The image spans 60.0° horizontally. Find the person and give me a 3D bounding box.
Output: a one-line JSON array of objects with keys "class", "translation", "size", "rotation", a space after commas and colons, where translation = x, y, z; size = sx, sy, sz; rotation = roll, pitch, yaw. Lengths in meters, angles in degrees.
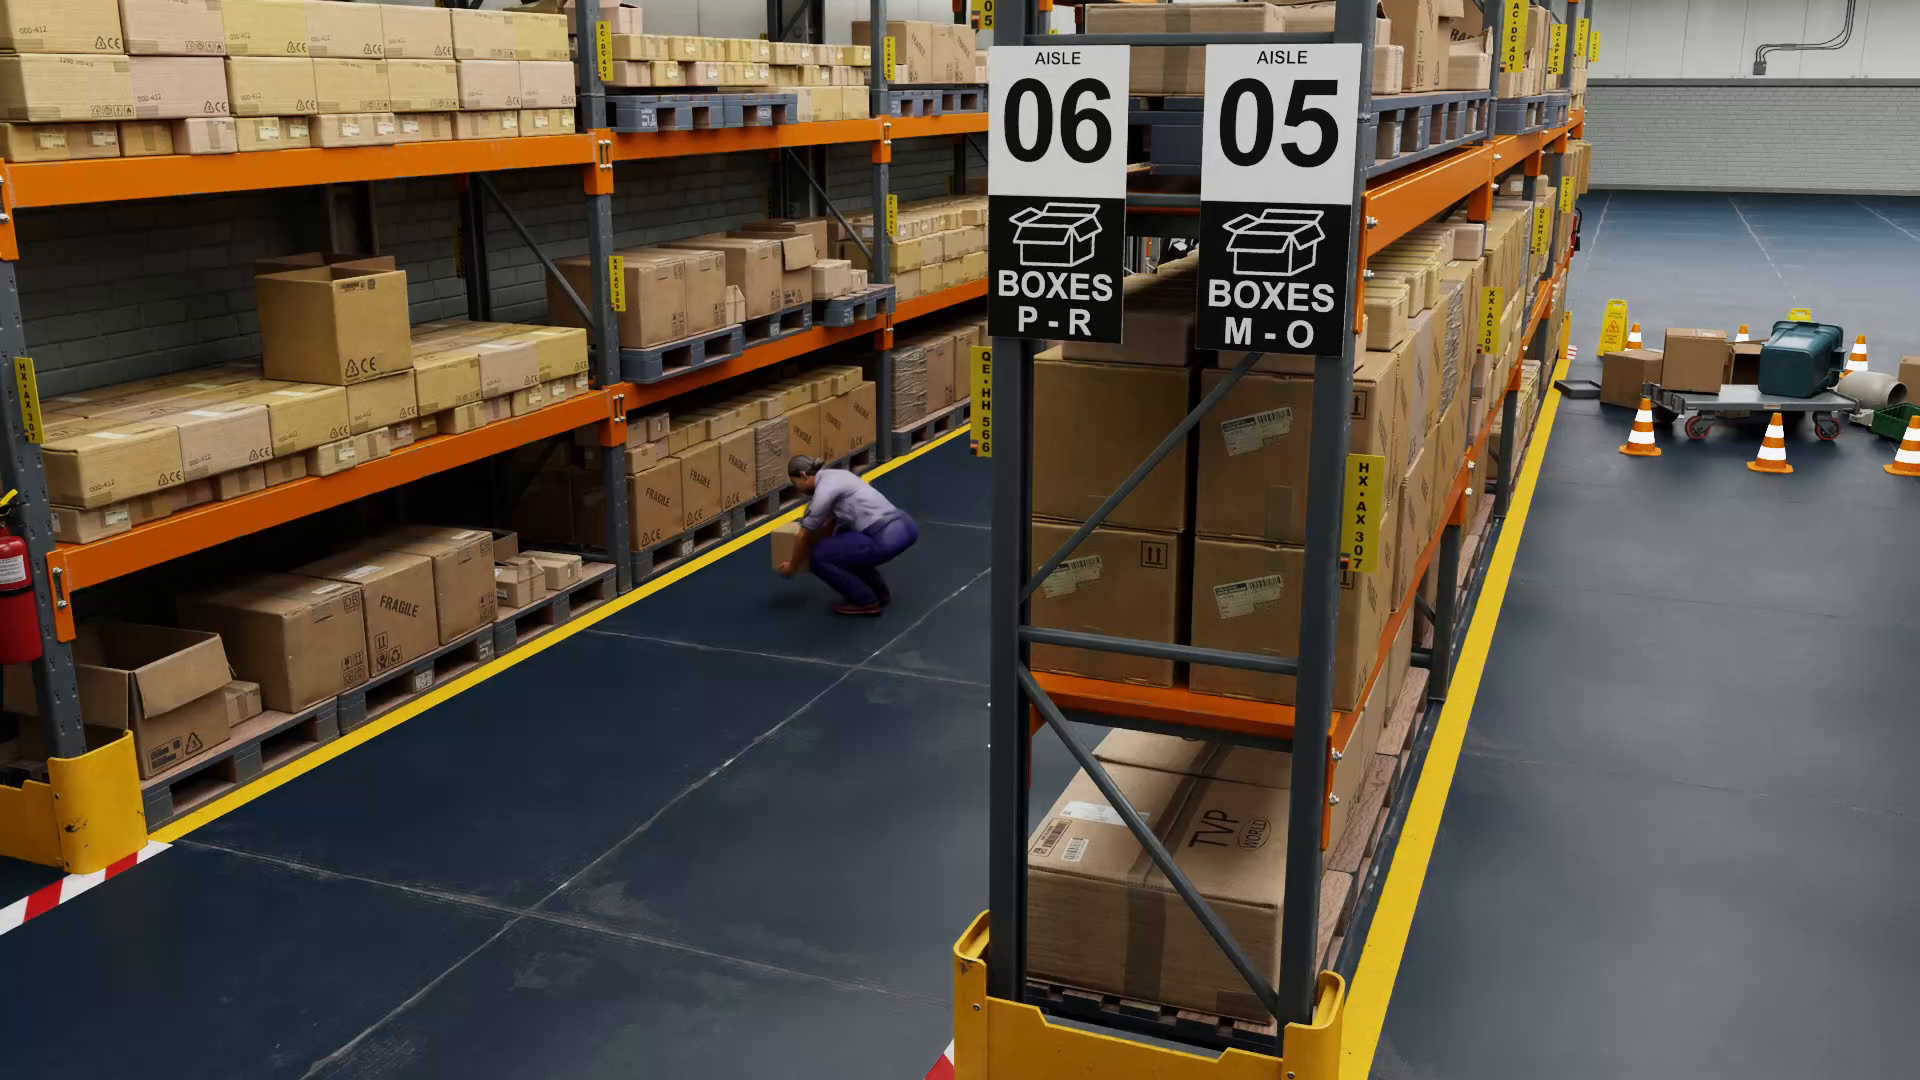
[{"class": "person", "translation": [-0.679, -0.048, 10.056], "size": [0.830, 0.943, 0.510], "rotation": [6, 17, 21]}]
